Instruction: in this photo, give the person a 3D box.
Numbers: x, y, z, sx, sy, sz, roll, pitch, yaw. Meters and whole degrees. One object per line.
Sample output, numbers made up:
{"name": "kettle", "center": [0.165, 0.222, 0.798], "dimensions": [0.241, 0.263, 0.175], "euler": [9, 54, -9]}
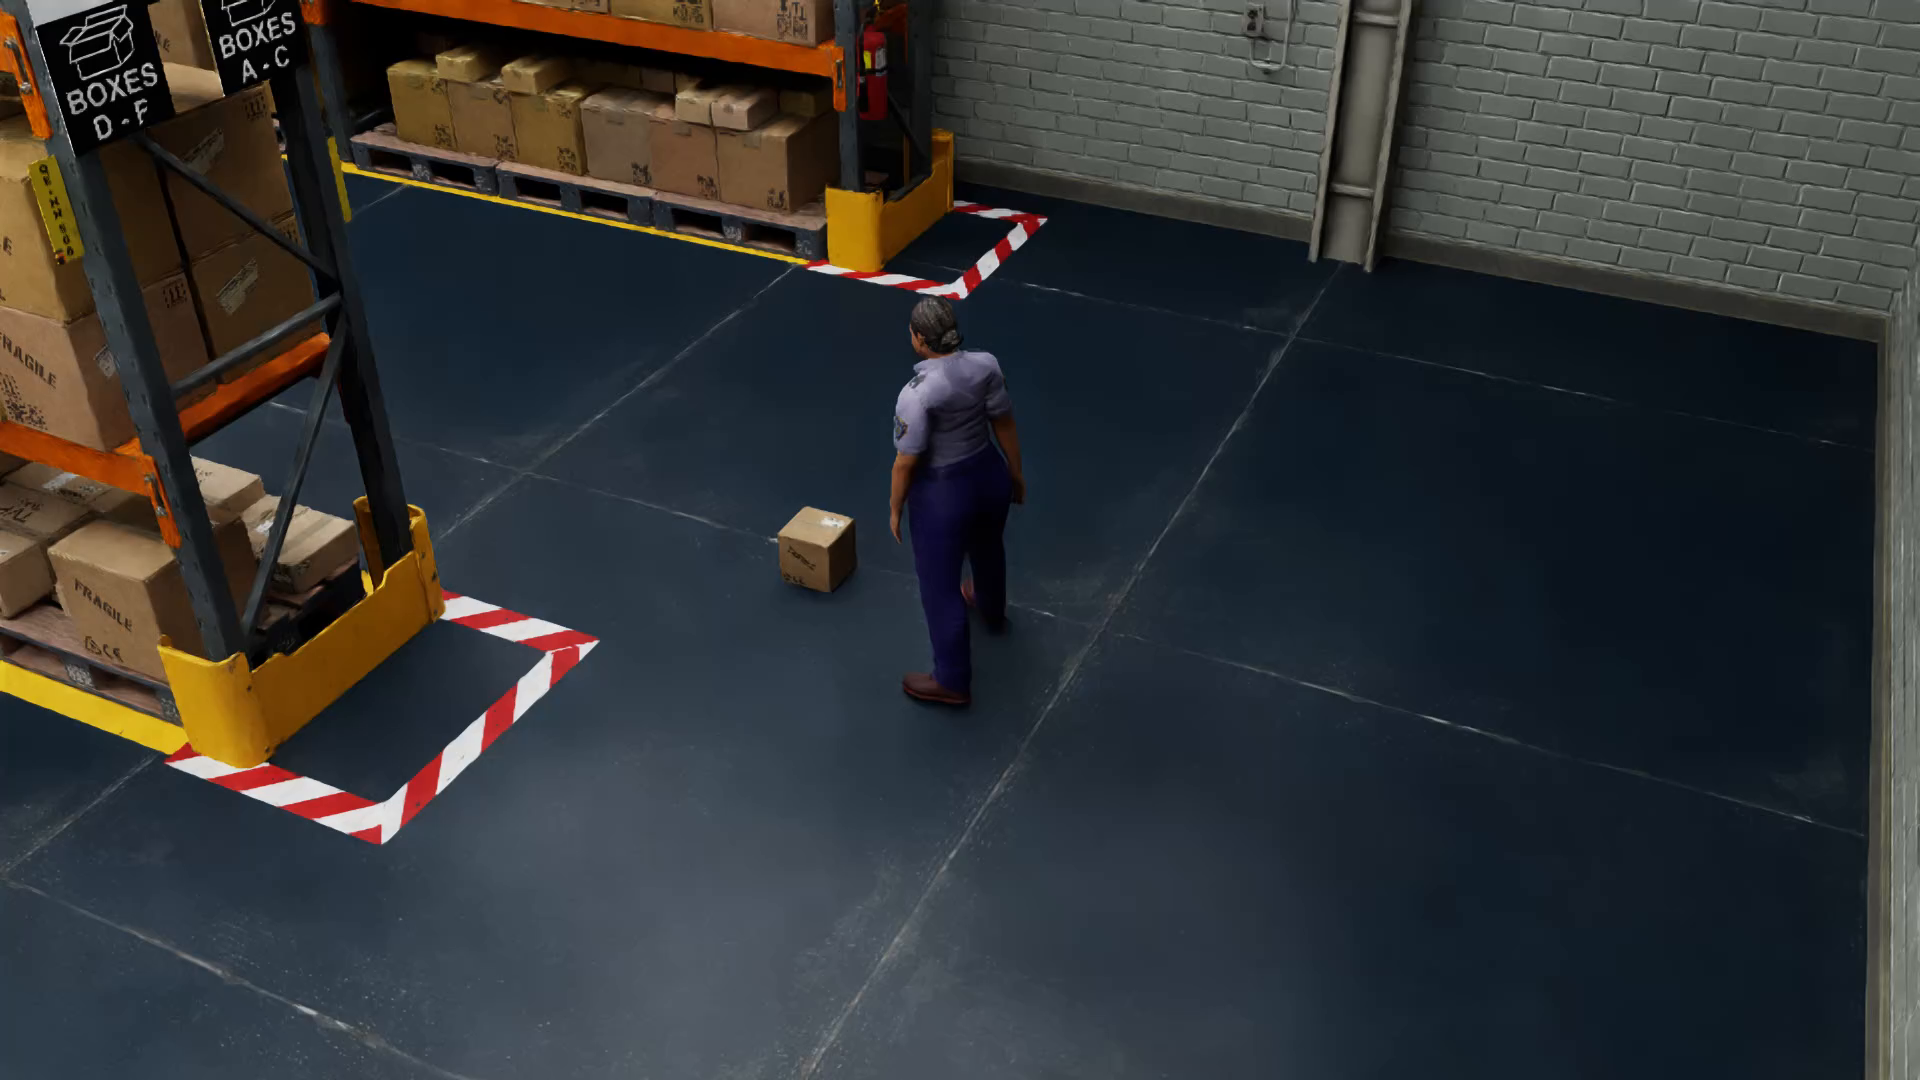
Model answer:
{"name": "person", "center": [-0.007, -0.216, 6.450], "dimensions": [0.677, 1.636, 0.610], "euler": [-24, 40, -31]}
